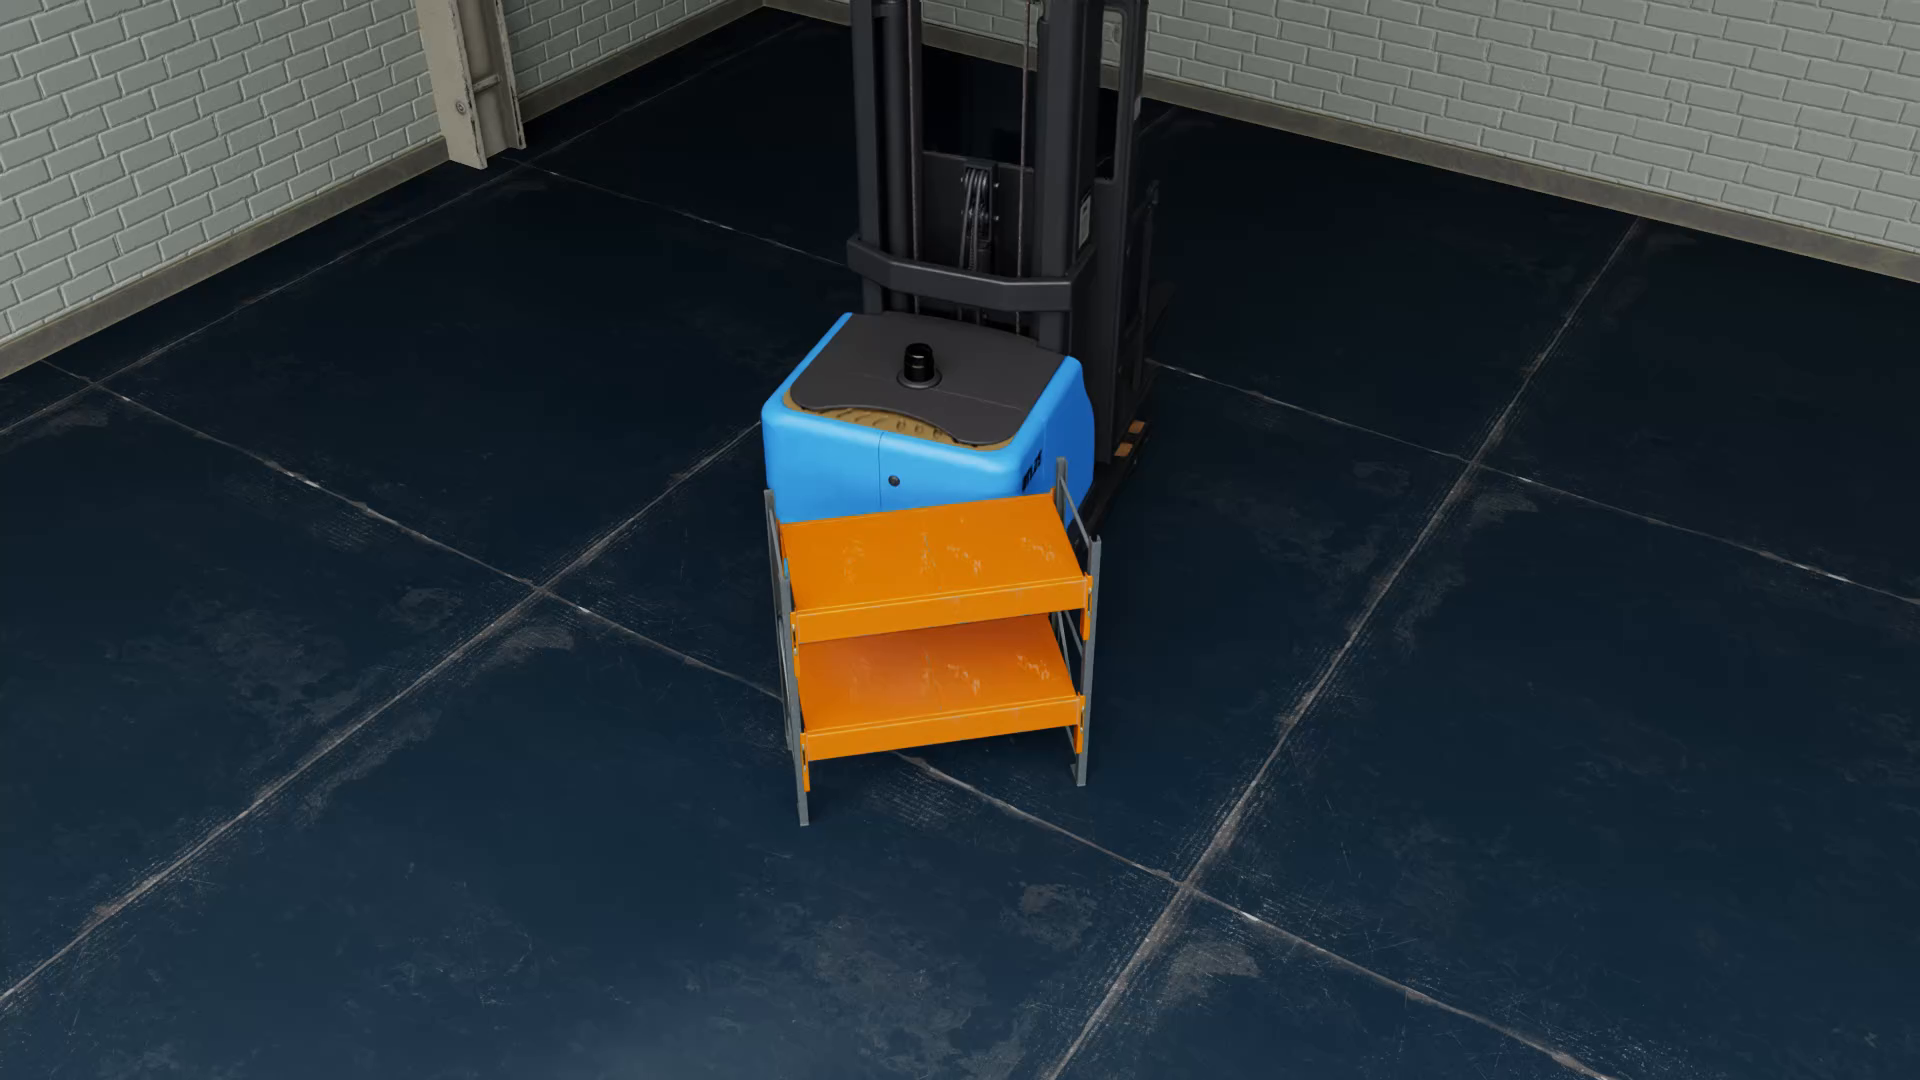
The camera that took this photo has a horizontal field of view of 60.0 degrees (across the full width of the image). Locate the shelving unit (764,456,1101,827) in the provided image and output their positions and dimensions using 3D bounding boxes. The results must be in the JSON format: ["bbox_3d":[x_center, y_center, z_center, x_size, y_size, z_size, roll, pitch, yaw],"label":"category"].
[{"bbox_3d":[-0.102,0.365,5.855,1.048,1.125,0.538,-7,38,-9],"label":"shelving unit"}]

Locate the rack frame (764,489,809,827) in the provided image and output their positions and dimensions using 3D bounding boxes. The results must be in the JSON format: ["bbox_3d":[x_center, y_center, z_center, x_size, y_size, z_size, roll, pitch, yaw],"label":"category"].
[{"bbox_3d":[-0.601,0.424,5.778,0.032,1.125,0.500,-7,38,-9],"label":"rack frame"}]

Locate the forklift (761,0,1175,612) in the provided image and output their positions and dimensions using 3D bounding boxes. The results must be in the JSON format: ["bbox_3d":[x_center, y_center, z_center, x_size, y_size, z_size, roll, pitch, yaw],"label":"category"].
[{"bbox_3d":[0.251,-1.529,6.833,1.130,2.935,3.031,13,40,17],"label":"forklift"}]

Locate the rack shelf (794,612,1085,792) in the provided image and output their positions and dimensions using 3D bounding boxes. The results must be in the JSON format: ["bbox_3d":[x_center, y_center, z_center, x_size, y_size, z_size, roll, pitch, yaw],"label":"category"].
[{"bbox_3d":[-0.102,0.559,6.005,1.000,0.278,0.538,-7,38,-9],"label":"rack shelf"}]

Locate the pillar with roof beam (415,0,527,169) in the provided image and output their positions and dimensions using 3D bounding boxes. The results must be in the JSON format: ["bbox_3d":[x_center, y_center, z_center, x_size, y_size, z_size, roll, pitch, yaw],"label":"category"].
[{"bbox_3d":[0.677,-4.579,5.820,9.100,9.000,0.400,21,42,25],"label":"pillar with roof beam"}]

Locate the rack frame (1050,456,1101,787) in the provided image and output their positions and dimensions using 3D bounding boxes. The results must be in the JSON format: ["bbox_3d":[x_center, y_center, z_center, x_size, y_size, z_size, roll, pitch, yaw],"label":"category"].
[{"bbox_3d":[0.397,0.306,5.932,0.032,1.125,0.500,-7,38,-9],"label":"rack frame"}]

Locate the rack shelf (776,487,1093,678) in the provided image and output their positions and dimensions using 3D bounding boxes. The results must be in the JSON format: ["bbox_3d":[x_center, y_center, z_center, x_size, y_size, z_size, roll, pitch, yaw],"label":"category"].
[{"bbox_3d":[-0.102,0.133,5.677,1.000,0.278,0.538,-7,38,-9],"label":"rack shelf"}]
